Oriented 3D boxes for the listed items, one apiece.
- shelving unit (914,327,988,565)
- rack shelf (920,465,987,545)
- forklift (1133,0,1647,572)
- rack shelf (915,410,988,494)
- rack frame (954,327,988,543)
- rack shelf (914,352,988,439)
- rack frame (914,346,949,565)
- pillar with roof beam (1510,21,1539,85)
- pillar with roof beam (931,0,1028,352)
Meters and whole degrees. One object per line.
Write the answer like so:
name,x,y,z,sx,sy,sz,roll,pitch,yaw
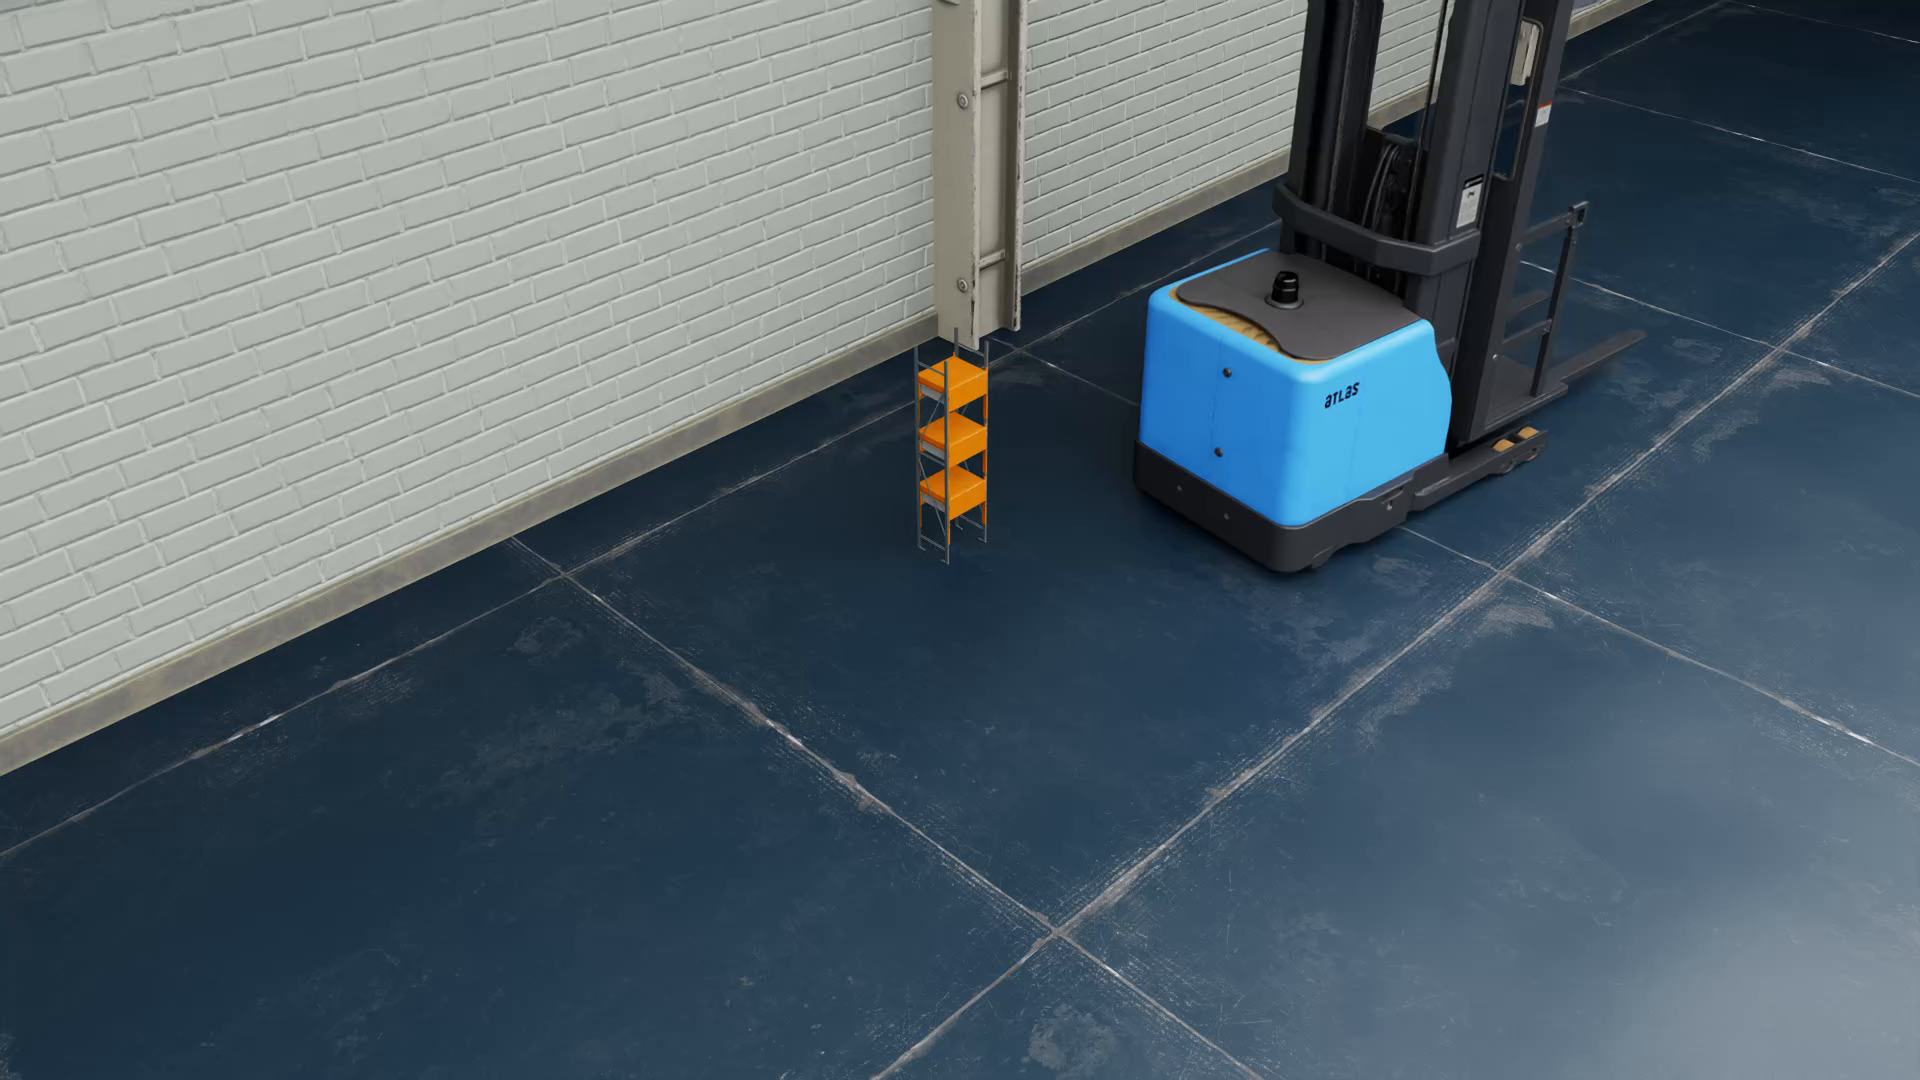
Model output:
shelving unit,-0.038,-0.409,7.419,0.215,1.050,0.252,30,45,35
rack shelf,-0.038,-0.172,7.584,0.215,0.259,0.240,30,45,35
forklift,2.305,-1.745,7.689,3.031,2.935,1.130,-24,42,-31
rack shelf,-0.038,-0.400,7.425,0.215,0.259,0.240,30,45,35
rack frame,0.048,-0.458,7.490,0.200,1.050,0.008,30,45,35
rack shelf,-0.038,-0.633,7.262,0.215,0.259,0.240,30,45,35
rack frame,-0.124,-0.359,7.347,0.200,1.050,0.008,30,45,35
pillar with roof beam,7.383,-5.580,7.885,9.100,9.000,0.400,30,45,35
pillar with roof beam,3.155,-3.144,4.392,9.100,9.000,0.400,30,45,35
